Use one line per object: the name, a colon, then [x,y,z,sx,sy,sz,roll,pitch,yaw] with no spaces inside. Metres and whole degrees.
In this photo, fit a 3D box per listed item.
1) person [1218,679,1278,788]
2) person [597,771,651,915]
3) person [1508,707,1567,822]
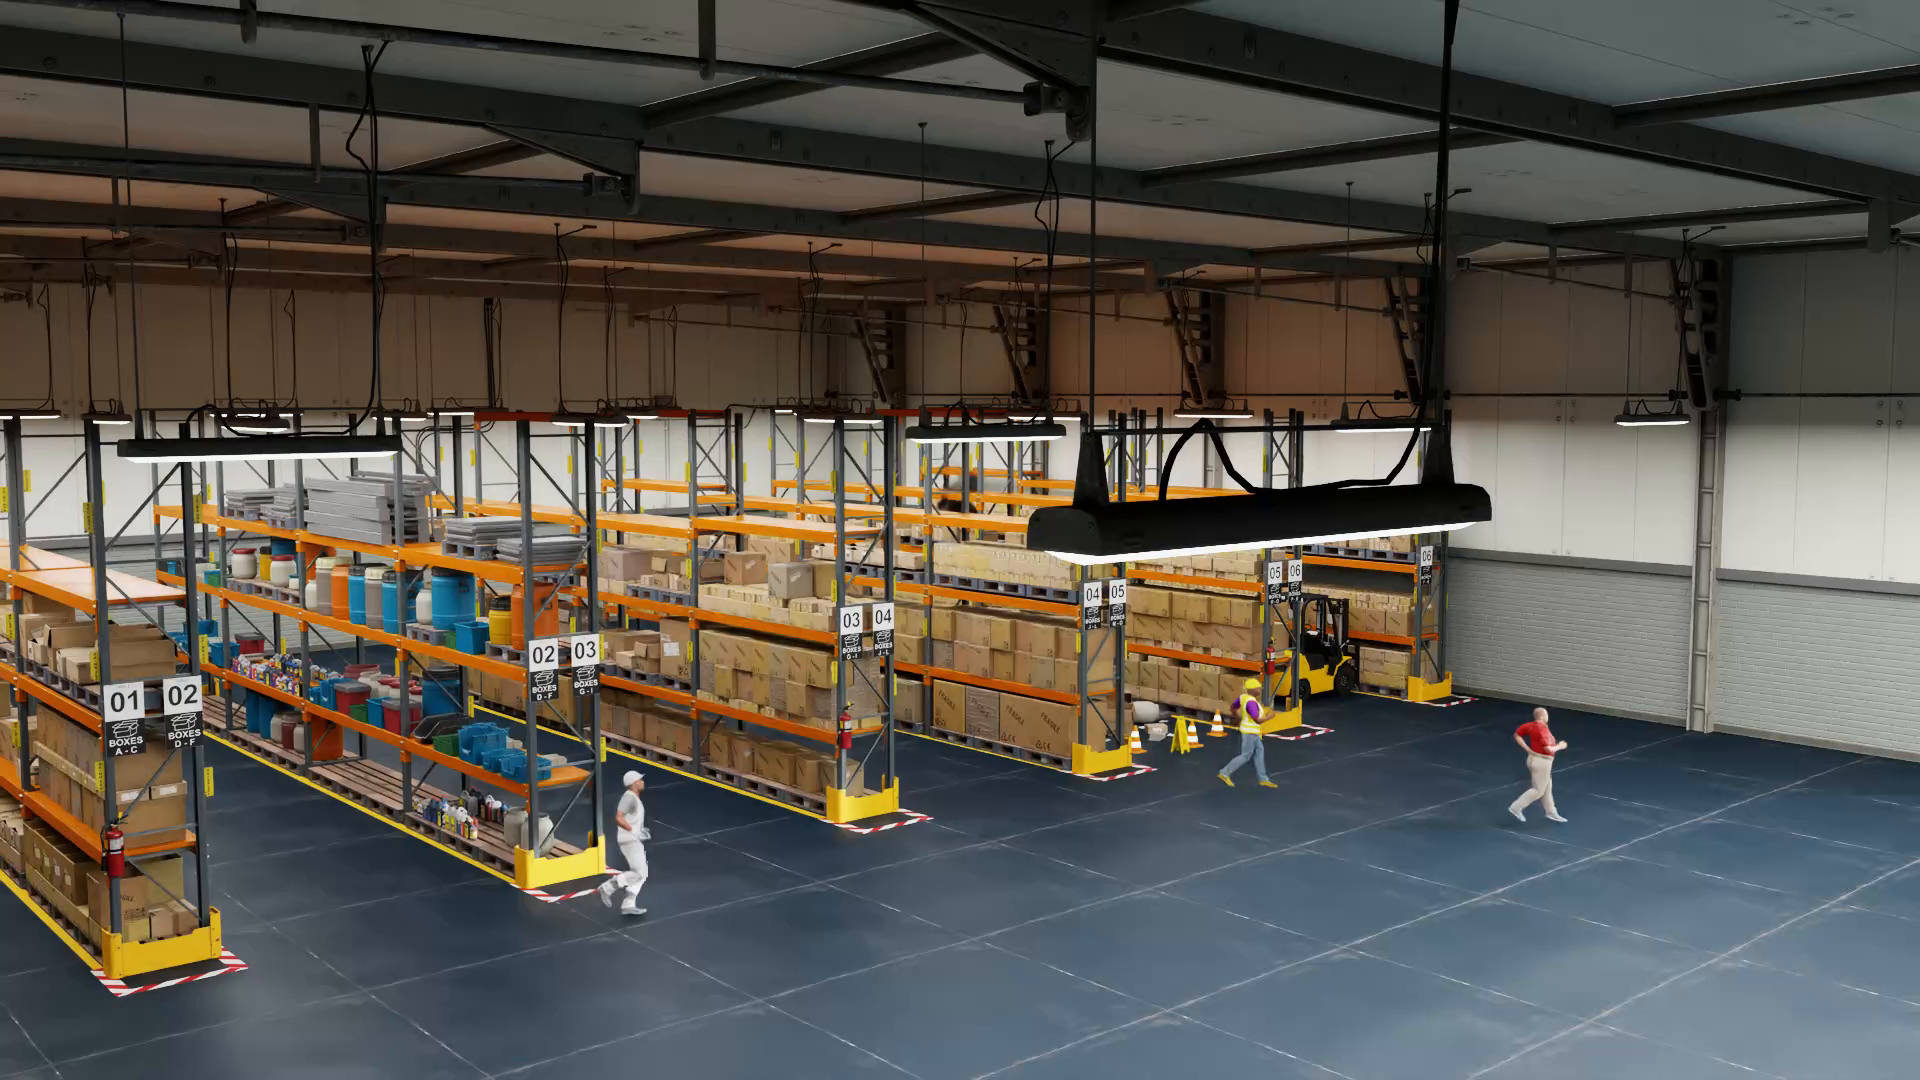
person: [4.609,3.088,26.520,0.979,1.763,0.695,0,5,1]
person: [-4.123,3.693,20.442,0.624,1.692,0.716,0,5,-6]
person: [8.490,3.312,24.368,0.966,1.740,0.659,-1,5,-6]
